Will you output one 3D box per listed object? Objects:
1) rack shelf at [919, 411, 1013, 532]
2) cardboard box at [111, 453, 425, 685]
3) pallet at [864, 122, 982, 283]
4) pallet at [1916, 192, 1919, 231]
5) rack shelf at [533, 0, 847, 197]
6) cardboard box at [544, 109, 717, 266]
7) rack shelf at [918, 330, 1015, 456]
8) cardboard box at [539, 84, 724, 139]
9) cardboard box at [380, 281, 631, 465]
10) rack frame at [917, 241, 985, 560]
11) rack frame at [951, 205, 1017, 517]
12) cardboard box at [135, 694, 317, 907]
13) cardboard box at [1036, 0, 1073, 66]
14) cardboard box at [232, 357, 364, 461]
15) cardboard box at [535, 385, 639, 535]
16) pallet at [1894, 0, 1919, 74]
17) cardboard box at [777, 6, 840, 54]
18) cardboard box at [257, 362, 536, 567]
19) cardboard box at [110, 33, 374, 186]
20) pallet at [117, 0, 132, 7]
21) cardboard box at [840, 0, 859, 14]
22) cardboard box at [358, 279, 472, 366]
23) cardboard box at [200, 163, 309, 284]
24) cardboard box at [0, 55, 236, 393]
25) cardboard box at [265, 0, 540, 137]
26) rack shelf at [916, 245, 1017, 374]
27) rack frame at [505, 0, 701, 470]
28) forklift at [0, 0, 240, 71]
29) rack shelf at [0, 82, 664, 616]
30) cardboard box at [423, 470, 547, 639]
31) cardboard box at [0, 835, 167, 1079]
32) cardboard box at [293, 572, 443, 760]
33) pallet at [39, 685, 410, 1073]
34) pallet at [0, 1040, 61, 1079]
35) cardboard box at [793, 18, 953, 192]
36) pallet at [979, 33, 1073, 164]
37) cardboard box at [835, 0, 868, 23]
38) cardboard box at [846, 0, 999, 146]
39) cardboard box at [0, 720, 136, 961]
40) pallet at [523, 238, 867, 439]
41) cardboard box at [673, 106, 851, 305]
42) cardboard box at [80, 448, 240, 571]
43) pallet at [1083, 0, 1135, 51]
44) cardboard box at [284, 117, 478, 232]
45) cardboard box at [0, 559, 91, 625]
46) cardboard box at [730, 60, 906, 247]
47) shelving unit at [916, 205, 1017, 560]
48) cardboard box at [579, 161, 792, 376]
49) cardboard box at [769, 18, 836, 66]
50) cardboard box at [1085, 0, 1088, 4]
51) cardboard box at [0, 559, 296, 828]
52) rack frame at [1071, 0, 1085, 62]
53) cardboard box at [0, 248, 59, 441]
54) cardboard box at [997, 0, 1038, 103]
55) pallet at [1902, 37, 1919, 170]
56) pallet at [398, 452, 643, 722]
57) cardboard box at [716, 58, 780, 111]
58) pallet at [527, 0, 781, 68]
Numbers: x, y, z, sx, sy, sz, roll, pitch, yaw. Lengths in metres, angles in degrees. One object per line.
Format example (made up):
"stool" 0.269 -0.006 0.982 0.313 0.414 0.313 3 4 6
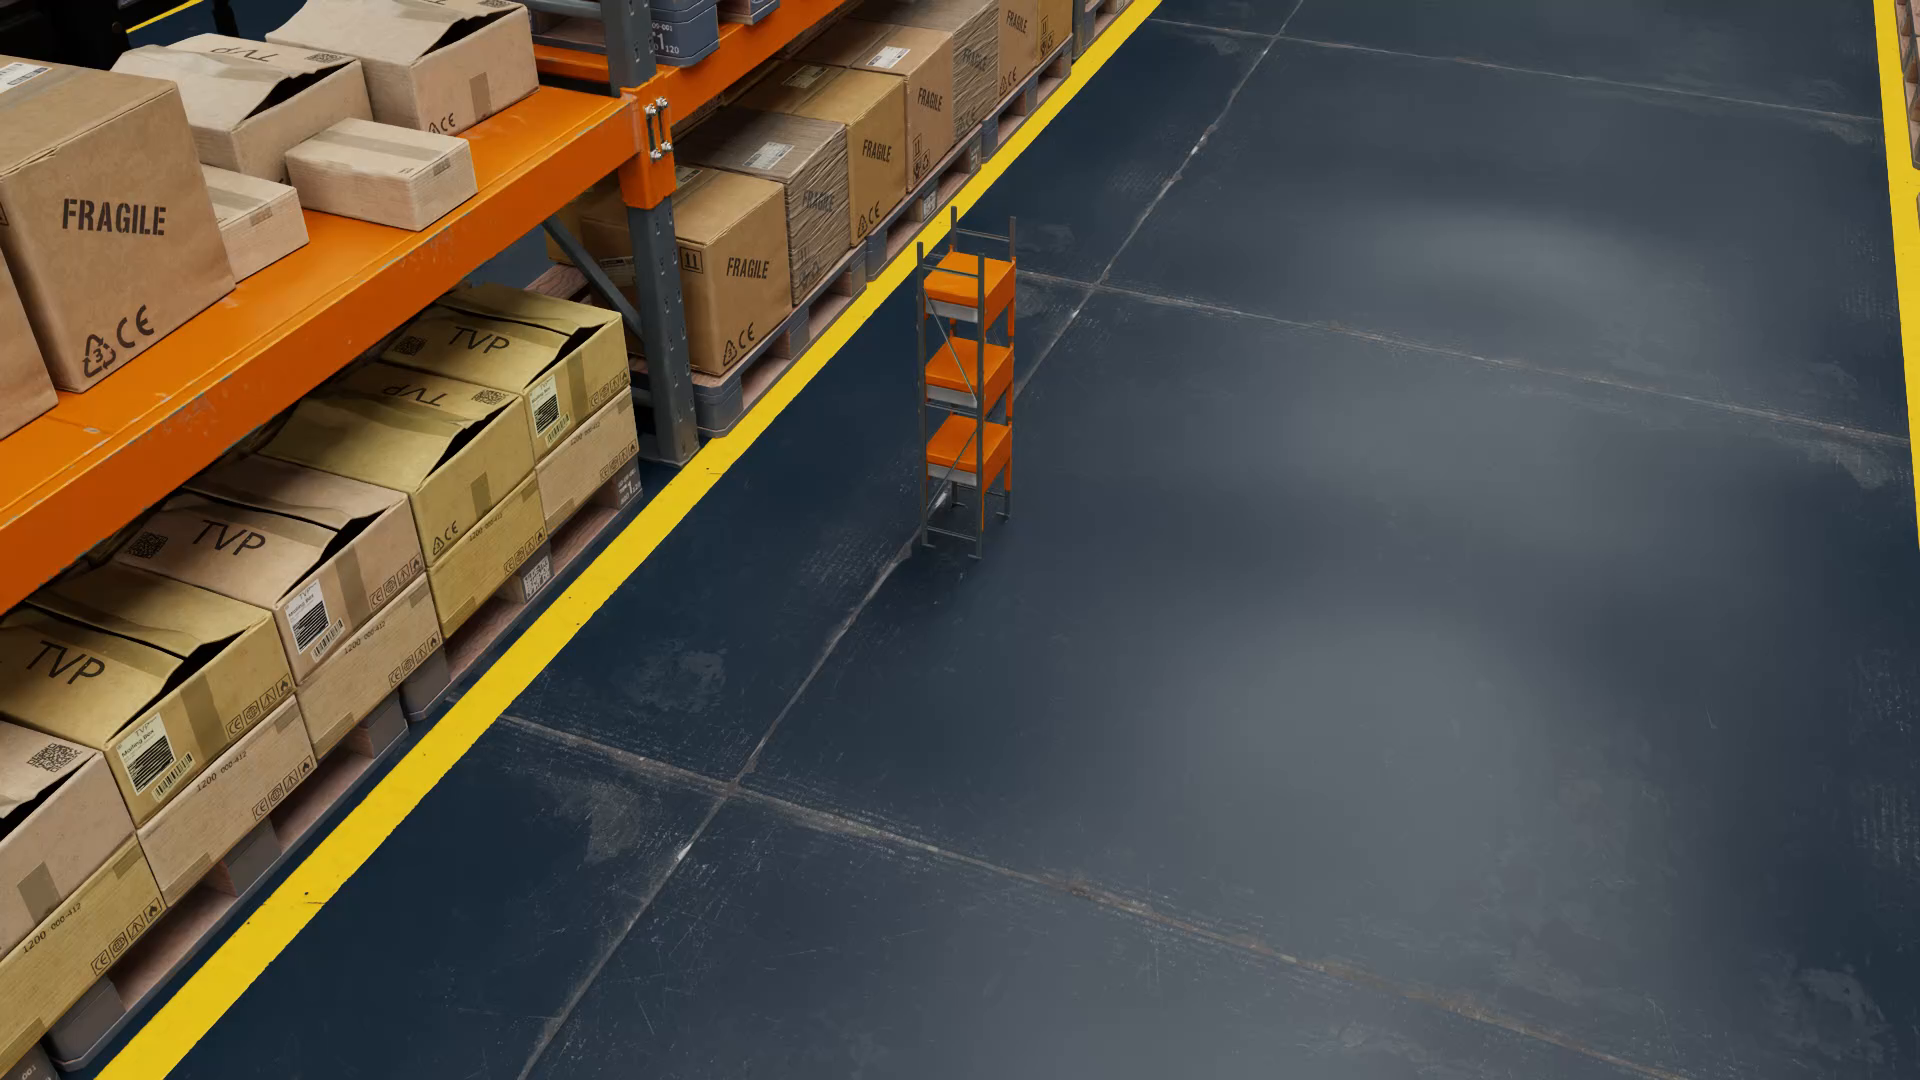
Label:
"rack shelf" 0.020 -0.219 5.148 0.215 0.259 0.240 14 39 18
"cardboard box" -1.727 0.037 4.172 0.500 0.311 0.500 14 39 17
"pallet" -0.584 -1.546 7.143 1.003 0.211 1.213 14 39 18
"pallet" 4.401 -1.135 6.592 1.003 0.211 1.213 14 39 18
"rack shelf" -0.608 -2.405 6.563 1.077 0.370 4.000 14 39 18
"cardboard box" -1.230 -1.332 6.247 0.500 0.500 0.500 15 39 20
"rack shelf" 0.020 -0.442 4.982 0.215 0.259 0.240 14 39 18
"cardboard box" -1.212 -1.664 6.065 0.500 0.250 0.500 15 39 19
"cardboard box" -1.340 -0.531 4.932 0.500 0.311 0.500 15 39 19
"rack frame" -0.026 -0.383 4.885 0.200 1.050 0.008 14 39 18
"rack frame" 0.067 -0.518 5.066 0.200 1.050 0.008 14 39 18
"cardboard box" -1.923 0.544 3.963 0.500 0.250 0.500 15 39 19
"cardboard box" 0.231 -2.637 7.993 0.500 0.500 0.500 14 39 17
"cardboard box" -2.032 -0.361 4.705 0.500 0.311 0.500 13 39 17
"cardboard box" -1.343 -0.306 5.099 0.500 0.250 0.500 15 39 19
"pallet" 5.439 -2.647 8.615 1.003 0.211 1.213 14 39 18
"cardboard box" -0.827 -2.232 6.824 0.500 0.250 0.500 13 39 17
"cardboard box" -1.532 -0.242 4.545 0.500 0.311 0.500 13 39 17
"cardboard box" -1.888 -1.099 4.289 0.500 0.311 0.500 13 39 17
"pallet" -5.116 -2.687 8.669 1.003 0.211 1.213 14 39 18
"cardboard box" -0.637 -2.510 7.196 0.500 0.250 0.500 14 39 18
"cardboard box" -1.839 -0.654 5.097 0.500 0.311 0.500 15 39 19
"cardboard box" -1.802 -0.766 3.979 0.380 0.149 0.250 17 40 21
"cardboard box" -1.992 -0.693 3.588 0.500 0.500 0.500 12 38 15
"cardboard box" -1.547 -1.358 4.636 0.500 0.311 0.500 16 40 21
"rack shelf" 0.020 -0.669 4.812 0.215 0.259 0.240 14 39 18
"rack frame" -1.369 -1.586 4.866 1.000 3.000 0.127 14 39 18
"forklift" -3.075 -1.985 5.457 1.130 2.935 3.031 13 39 16
"rack shelf" -2.130 -0.190 3.600 1.077 0.370 4.000 14 39 18
"cardboard box" -1.536 -0.019 4.716 0.500 0.250 0.500 13 39 17
"cardboard box" -2.118 0.825 3.586 0.500 0.250 0.500 13 39 16
"cardboard box" -1.730 0.258 4.345 0.500 0.250 0.500 15 39 19
"pallet" -2.184 0.651 4.202 1.003 0.211 1.213 14 39 18
"pallet" -2.646 1.329 3.295 1.003 0.211 1.213 14 39 18
"cardboard box" -0.348 -1.805 6.880 0.500 0.500 0.500 13 39 16
"pallet" -0.121 -2.224 8.050 1.003 0.211 1.213 14 39 18
"cardboard box" -0.646 -2.190 7.395 0.500 0.500 0.500 14 39 18
"cardboard box" -0.156 -2.087 7.258 0.500 0.500 0.500 14 39 18
"cardboard box" -2.112 0.603 3.416 0.500 0.311 0.500 13 39 16
"pallet" -1.050 -0.873 6.242 1.003 0.211 1.213 14 39 18
"cardboard box" -0.737 -1.239 6.122 0.500 0.500 0.500 12 39 16
"cardboard box" -2.228 -0.079 4.328 0.500 0.311 0.500 13 39 17
"pallet" 0.416 -3.063 9.172 1.003 0.211 1.213 14 39 18
"cardboard box" -1.455 -0.924 4.191 0.380 0.149 0.250 14 39 18
"cardboard box" -2.423 0.205 3.947 0.500 0.311 0.500 13 39 17
"cardboard box" -0.542 -1.515 6.492 0.500 0.500 0.500 13 39 17
"shelving unit" 0.020 -0.450 4.975 0.215 1.050 0.252 14 39 18
"cardboard box" -0.931 -0.947 5.733 0.500 0.500 0.500 15 39 20
"cardboard box" -0.839 -1.910 7.021 0.500 0.500 0.500 12 39 16
"cardboard box" 0.513 -3.083 8.747 0.500 0.311 0.500 14 39 18
"cardboard box" -1.919 0.314 3.802 0.500 0.311 0.500 15 39 19
"rack frame" 0.153 -3.800 7.829 1.000 3.000 0.127 14 39 18
"cardboard box" -2.192 -0.401 3.198 0.500 0.500 0.500 14 39 18
"cardboard box" 0.035 -2.365 7.629 0.500 0.500 0.500 14 39 18
"pallet" 4.977 -1.969 7.708 1.003 0.211 1.213 14 39 18
"pallet" -1.718 -0.022 5.103 1.003 0.211 1.213 14 39 18
"cardboard box" -1.033 -1.618 6.630 0.500 0.500 0.500 12 39 16
"pallet" -1.176 -1.900 5.447 1.213 0.211 1.003 14 39 18
